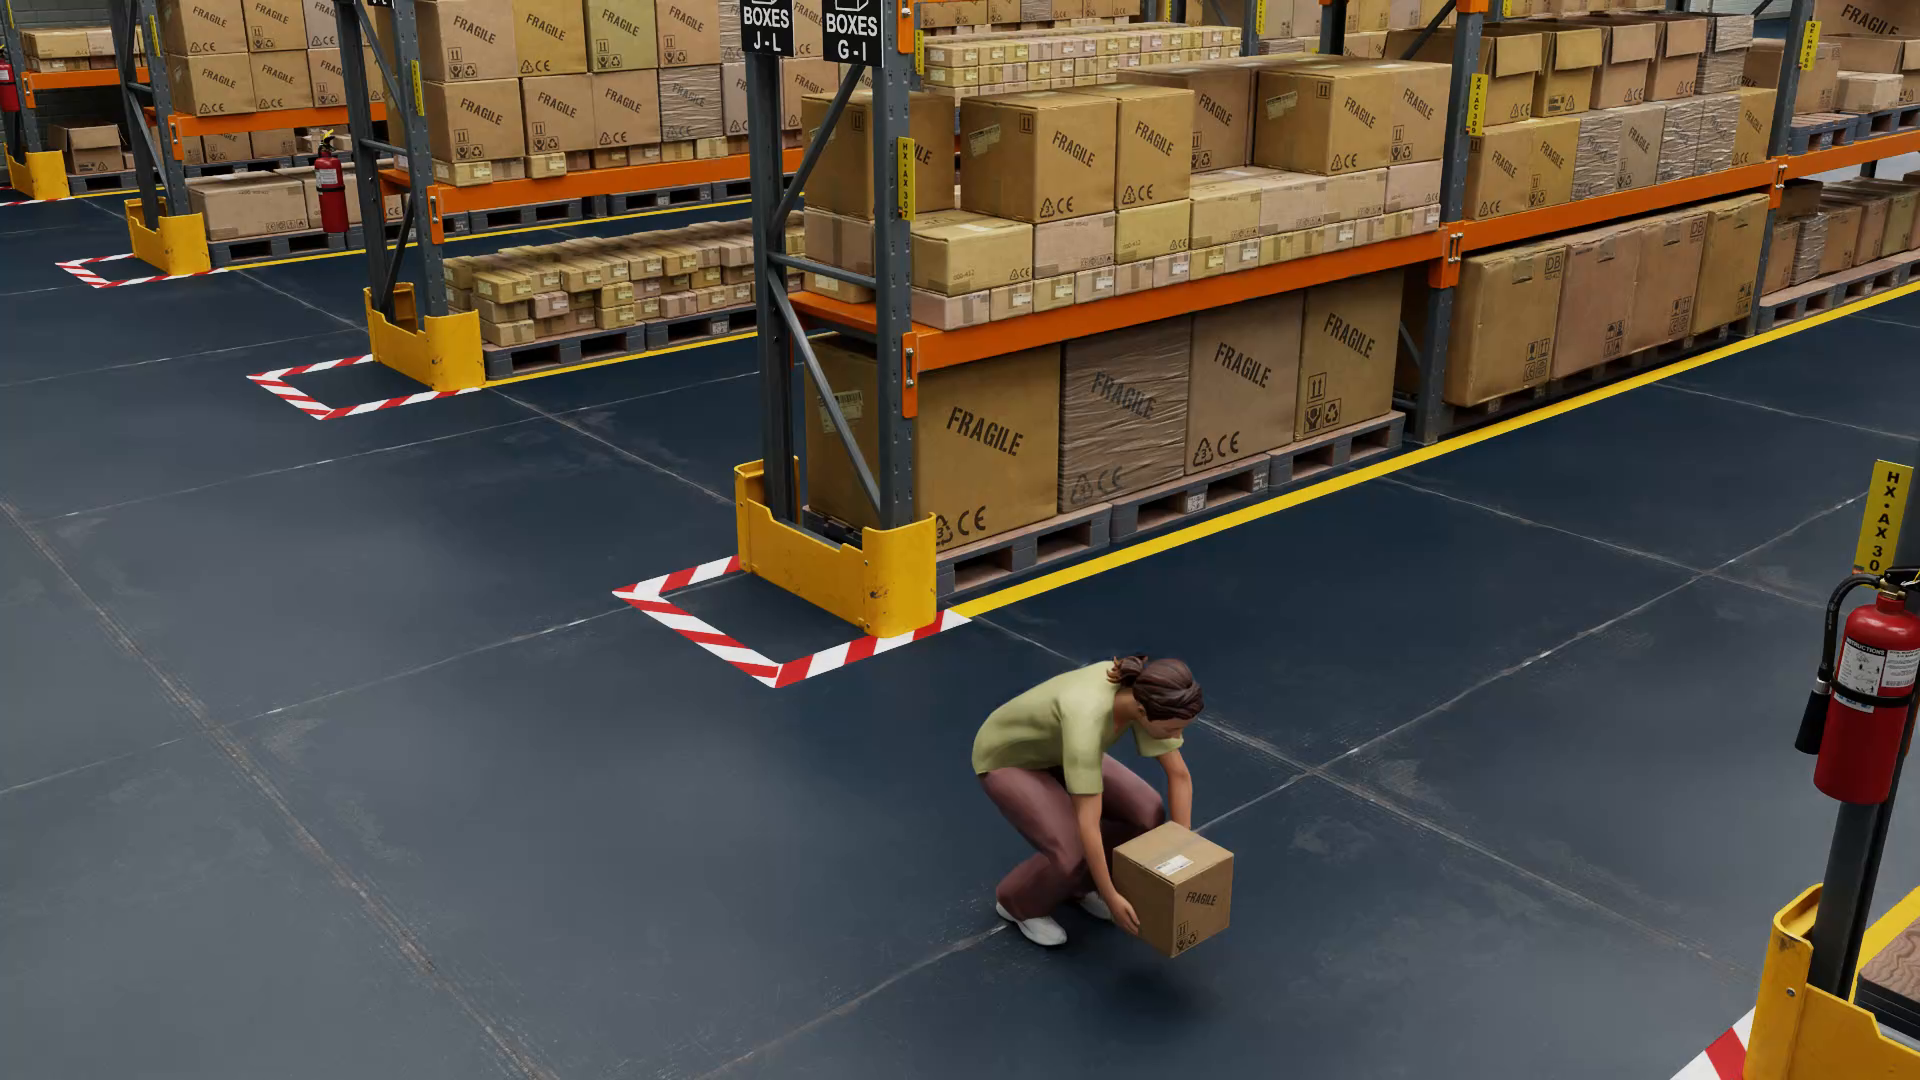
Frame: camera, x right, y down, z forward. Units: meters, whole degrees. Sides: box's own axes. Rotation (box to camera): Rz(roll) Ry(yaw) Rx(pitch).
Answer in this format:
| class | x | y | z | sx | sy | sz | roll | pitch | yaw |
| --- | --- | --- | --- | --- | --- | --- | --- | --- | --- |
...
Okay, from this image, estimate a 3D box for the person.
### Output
| class | x | y | z | sx | sy | sz | roll | pitch | yaw |
| --- | --- | --- | --- | --- | --- | --- | --- | --- | --- |
| person | 0.397 | 0.745 | 5.081 | 0.494 | 1.009 | 0.766 | -17 | 27 | -38 |
